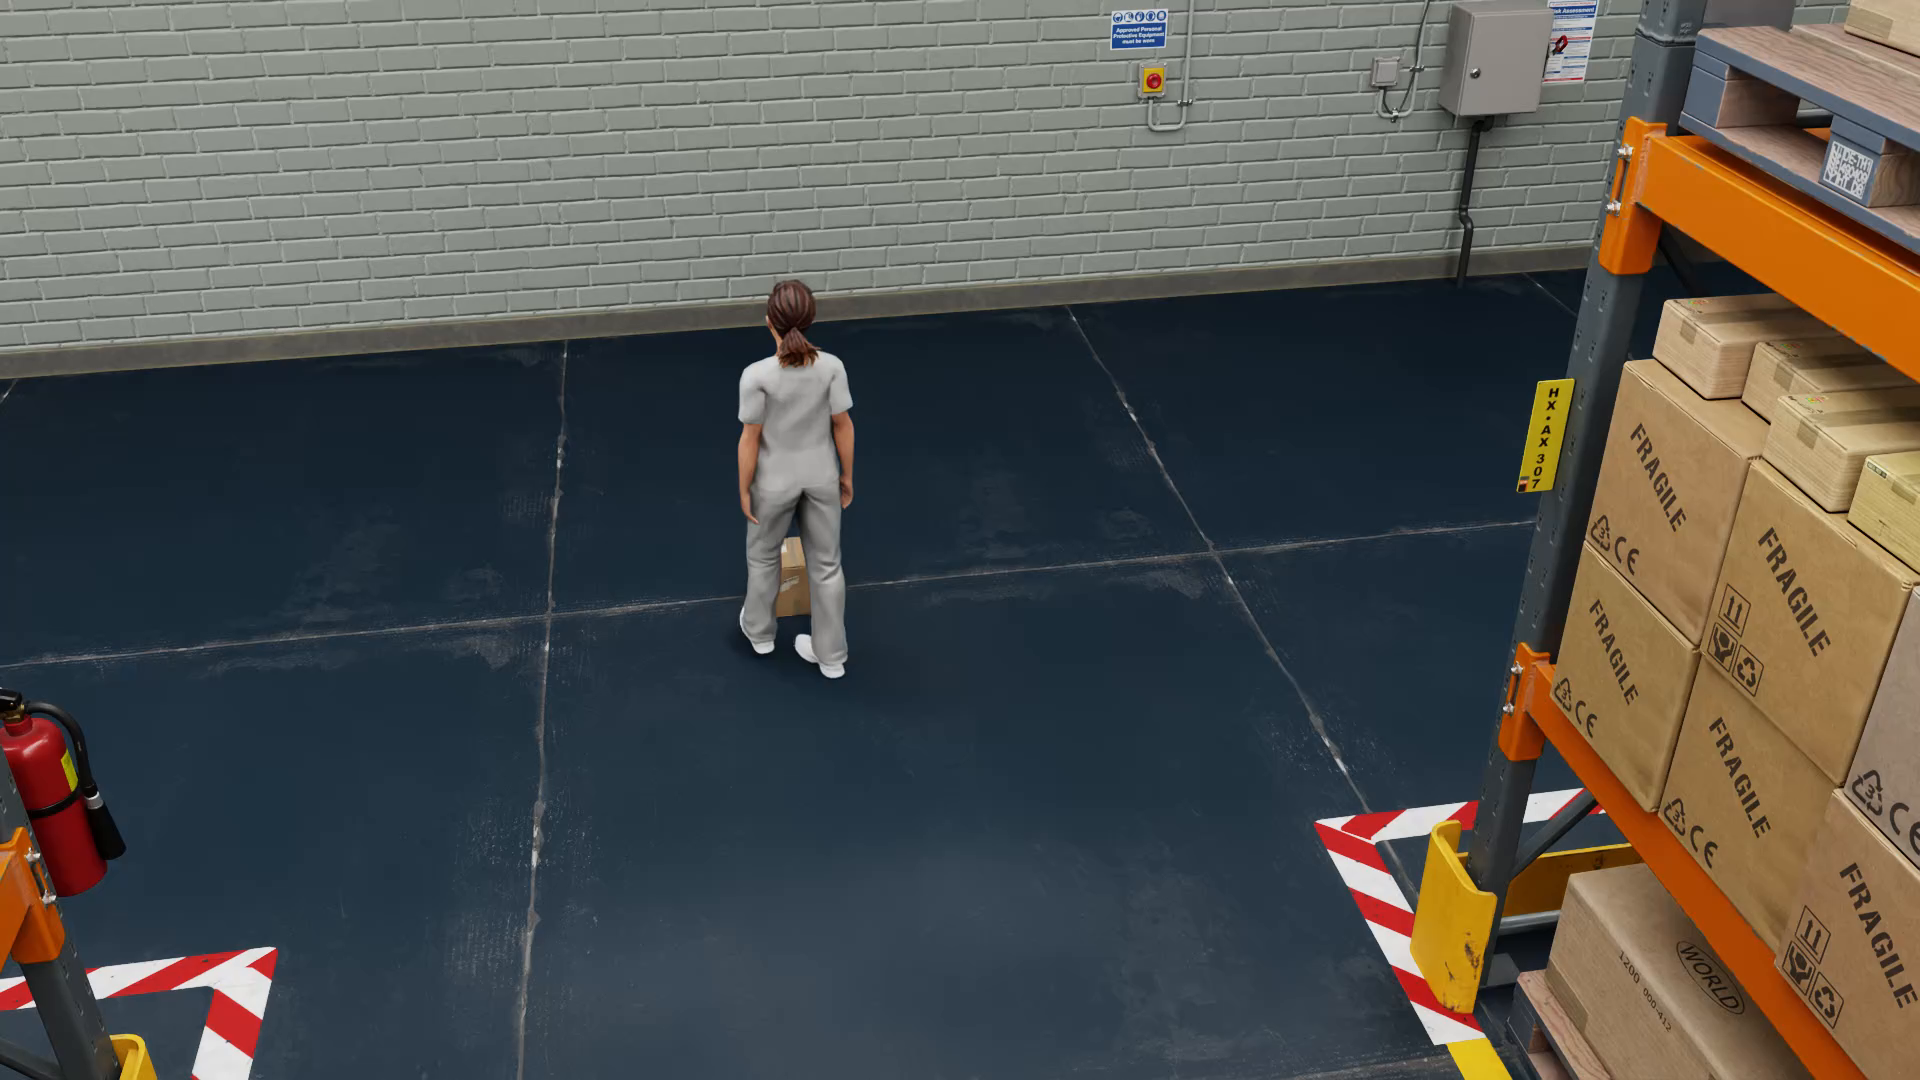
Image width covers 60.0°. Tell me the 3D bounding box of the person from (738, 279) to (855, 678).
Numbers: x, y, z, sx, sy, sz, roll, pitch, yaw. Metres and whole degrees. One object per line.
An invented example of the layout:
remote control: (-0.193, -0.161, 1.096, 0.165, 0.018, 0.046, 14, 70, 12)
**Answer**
person: (-0.672, -0.267, 6.568, 0.459, 1.670, 0.576, -11, 32, -17)
